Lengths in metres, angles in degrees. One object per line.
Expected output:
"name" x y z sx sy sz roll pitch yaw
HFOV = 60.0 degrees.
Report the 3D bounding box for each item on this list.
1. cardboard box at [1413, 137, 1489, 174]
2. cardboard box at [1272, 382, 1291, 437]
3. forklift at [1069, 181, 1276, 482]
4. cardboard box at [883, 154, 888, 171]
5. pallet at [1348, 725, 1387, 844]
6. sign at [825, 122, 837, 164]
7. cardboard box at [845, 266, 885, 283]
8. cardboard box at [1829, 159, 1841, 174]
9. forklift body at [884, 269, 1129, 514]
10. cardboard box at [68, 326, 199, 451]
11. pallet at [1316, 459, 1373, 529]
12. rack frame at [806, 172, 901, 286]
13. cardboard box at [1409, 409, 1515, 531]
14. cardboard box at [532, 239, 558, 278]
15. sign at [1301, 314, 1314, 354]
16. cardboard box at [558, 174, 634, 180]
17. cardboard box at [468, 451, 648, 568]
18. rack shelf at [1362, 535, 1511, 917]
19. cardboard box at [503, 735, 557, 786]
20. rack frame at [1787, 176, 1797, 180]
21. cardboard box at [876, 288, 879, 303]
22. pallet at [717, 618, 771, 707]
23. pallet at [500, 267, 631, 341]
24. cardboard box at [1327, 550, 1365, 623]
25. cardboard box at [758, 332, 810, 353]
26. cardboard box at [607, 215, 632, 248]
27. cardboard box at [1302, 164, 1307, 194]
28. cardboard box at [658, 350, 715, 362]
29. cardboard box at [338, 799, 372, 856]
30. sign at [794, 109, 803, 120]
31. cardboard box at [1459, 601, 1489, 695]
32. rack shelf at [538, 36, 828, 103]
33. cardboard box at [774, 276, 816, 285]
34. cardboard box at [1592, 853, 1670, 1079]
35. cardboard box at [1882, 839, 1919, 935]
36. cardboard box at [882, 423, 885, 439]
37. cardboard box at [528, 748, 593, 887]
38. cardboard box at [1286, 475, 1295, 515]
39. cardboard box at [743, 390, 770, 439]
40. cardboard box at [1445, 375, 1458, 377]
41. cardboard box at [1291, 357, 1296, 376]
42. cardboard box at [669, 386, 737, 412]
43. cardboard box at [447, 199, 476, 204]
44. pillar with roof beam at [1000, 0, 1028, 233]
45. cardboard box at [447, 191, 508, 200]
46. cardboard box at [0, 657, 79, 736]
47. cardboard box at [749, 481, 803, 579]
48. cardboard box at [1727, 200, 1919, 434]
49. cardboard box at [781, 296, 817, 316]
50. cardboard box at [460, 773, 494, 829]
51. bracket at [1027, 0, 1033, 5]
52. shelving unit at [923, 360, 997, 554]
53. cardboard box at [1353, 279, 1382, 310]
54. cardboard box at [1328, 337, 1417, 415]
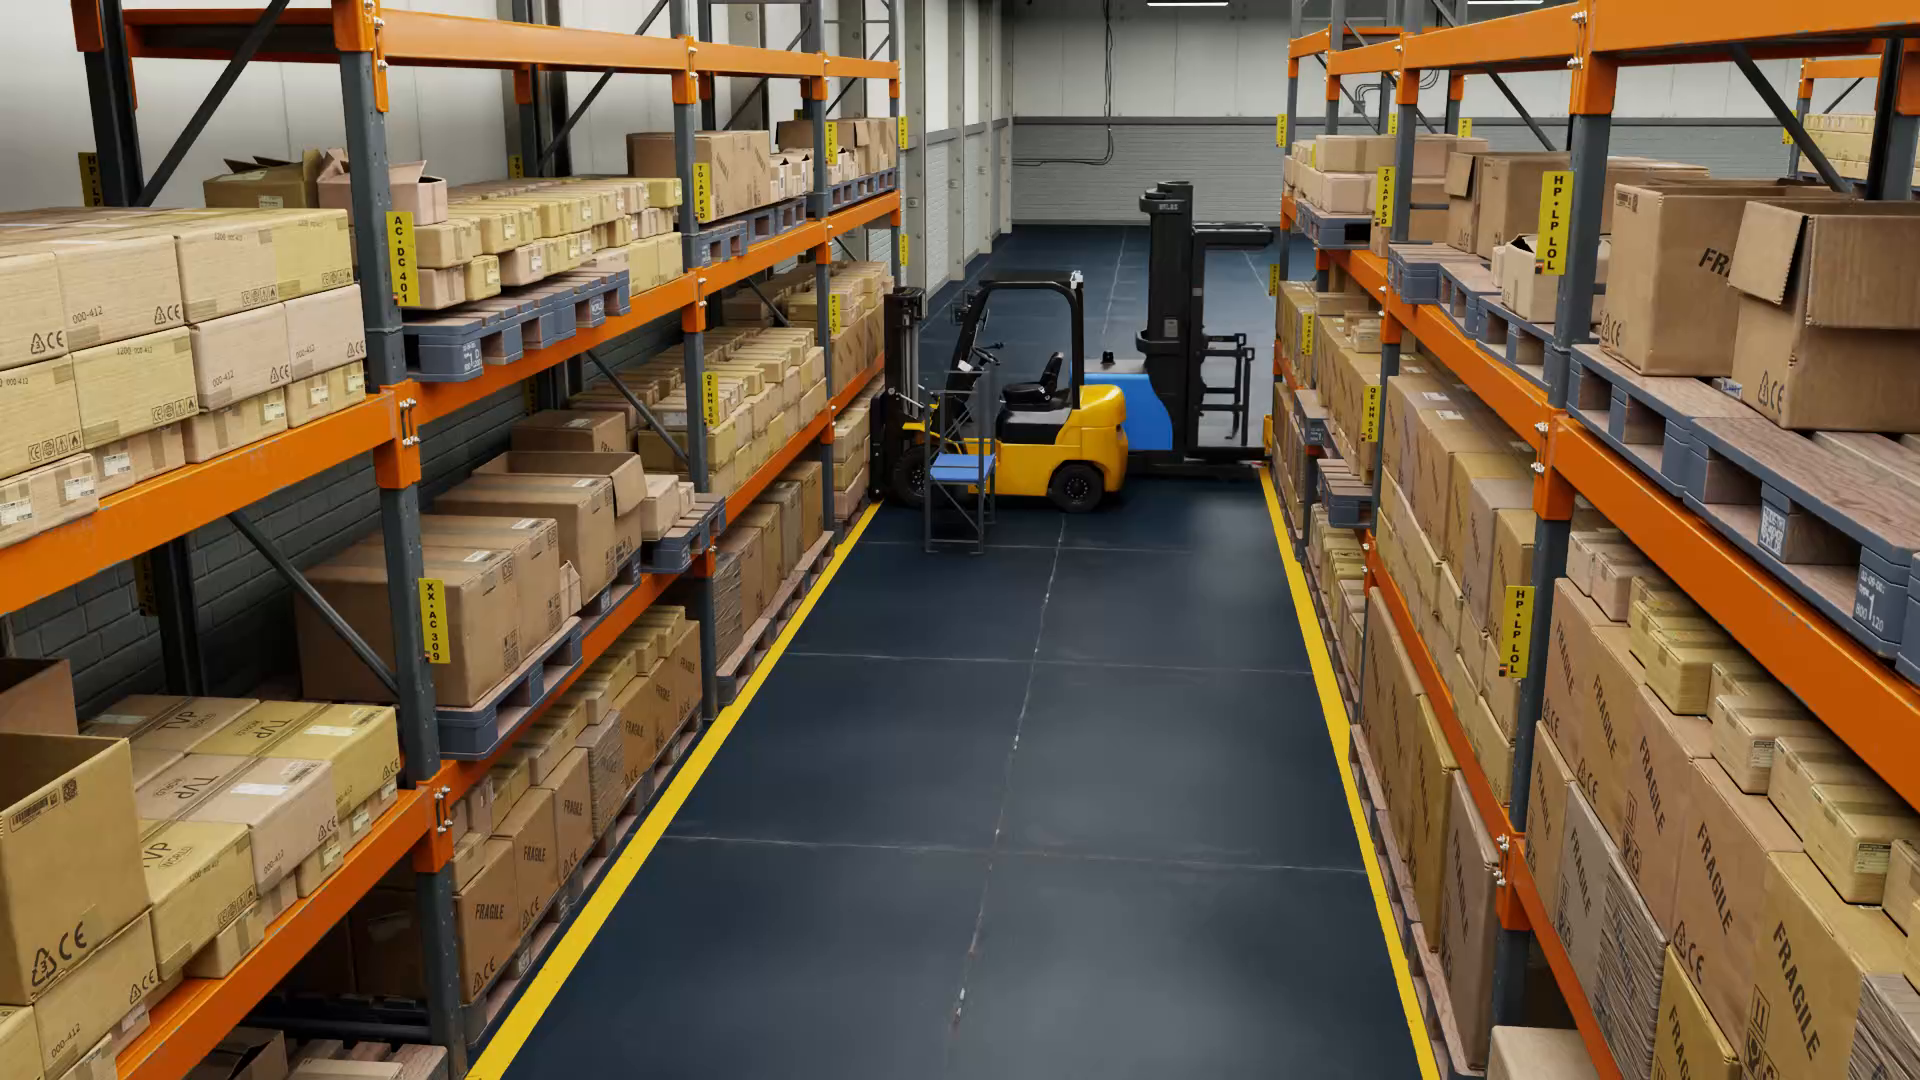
"cardboard box" 3.316 -2.626 11.405 0.500 0.250 0.500 2 15 7
"cardboard box" 3.432 -1.293 16.725 0.500 0.500 0.500 1 15 4
"forklift" 2.641 -2.149 16.994 3.031 2.935 1.130 1 15 4
"cardboard box" -0.924 -3.762 16.568 0.380 0.149 0.250 1 15 5
"pallet" 2.733 1.360 9.228 1.003 0.211 1.213 2 15 6
"sign" -1.044 -3.207 13.436 0.100 0.325 0.005 2 15 6
"cardboard box" -0.963 -2.681 16.825 0.380 0.149 0.250 2 15 8
"cardboard box" 8.287 -3.445 15.394 0.380 0.149 0.250 2 15 7
"forklift body" 0.466 -1.453 15.915 2.313 2.155 1.214 2 15 6
"cardboard box" -2.410 -0.415 4.422 0.500 0.250 0.500 2 15 7
"pallet" 2.872 -0.284 10.332 1.213 0.211 1.003 2 15 6
"rack frame" -1.133 -2.408 17.822 1.000 3.000 0.127 2 15 6
"cardboard box" 2.478 -0.336 8.050 0.500 0.500 0.500 2 15 8
"cardboard box" -1.945 -1.205 7.109 0.380 0.149 0.250 2 15 6
"sign" 2.809 -1.658 13.387 0.100 0.325 0.005 2 15 6
"cardboard box" -2.208 -2.156 10.432 0.500 0.250 0.500 2 15 6
"cardboard box" -2.036 -0.157 8.495 0.797 0.503 0.637 1 15 5
"rack shelf" 2.671 0.678 7.787 1.077 0.370 4.000 2 15 6
"cardboard box" -2.127 1.033 7.836 0.380 0.149 0.250 2 15 6
"rack frame" 8.730 -2.144 16.843 1.000 3.000 0.127 2 15 6
"cardboard box" -1.005 -2.404 16.373 0.380 0.149 0.250 1 15 4
"pallet" -1.904 0.800 11.298 1.003 0.211 1.213 2 15 6
"pallet" -2.229 -1.089 7.558 1.213 0.211 1.003 2 15 6
"cardboard box" 3.137 0.343 11.876 0.950 0.372 0.625 2 15 8
"cardboard box" -1.413 -1.570 13.286 0.380 0.149 0.250 1 15 5
"cardboard box" -1.924 -1.603 8.620 0.380 0.149 0.250 2 15 6
"cardboard box" 3.259 -3.130 14.463 0.500 0.250 0.500 1 15 5
"cardboard box" -2.033 -1.318 12.357 0.380 0.149 0.250 2 15 6
"cardboard box" -2.279 0.984 5.760 0.380 0.149 0.250 2 15 8
"sign" -1.683 -4.334 17.372 0.100 0.325 0.005 2 15 6
"cardboard box" 2.303 0.429 6.659 0.500 0.250 0.500 2 15 8
"rack shelf" -1.810 -3.208 11.430 1.077 0.370 4.000 2 15 6
"cardboard box" -1.586 -2.432 15.906 0.380 0.149 0.250 2 15 7
"cardboard box" 2.009 1.174 4.382 0.500 0.500 0.500 2 15 7
"cardboard box" 1.955 0.678 3.059 0.380 0.149 0.250 2 15 6
"cardboard box" -0.982 -1.125 16.583 0.500 0.250 0.500 1 15 5
"cardboard box" -2.097 1.321 8.013 0.500 0.500 0.500 1 15 5
"cardboard box" 3.198 -0.401 14.861 0.500 0.250 0.500 1 15 5
"cardboard box" -1.608 -0.875 11.482 0.500 0.250 0.500 1 15 5
"cardboard box" 3.178 -0.693 9.911 0.500 0.500 0.500 1 15 5
"cardboard box" 3.245 -1.594 15.290 0.380 0.149 0.250 2 15 7
"cardboard box" -1.674 -0.906 10.830 0.380 0.149 0.250 2 15 8
"cardboard box" -2.372 -1.432 7.381 0.380 0.149 0.250 2 15 7
"pillar with roof beam" 5.556 -12.804 44.776 9.100 9.000 0.548 2 15 6
"cardboard box" -2.435 -1.627 8.141 0.380 0.149 0.250 2 15 6
"cardboard box" -2.919 0.649 4.796 0.500 0.500 0.500 1 15 5
"cardboard box" -1.727 -0.091 12.996 0.875 0.625 0.625 2 15 6
"cardboard box" 2.326 -0.549 4.005 0.797 0.503 0.637 3 15 11
"cardboard box" -1.331 -2.021 14.385 0.380 0.149 0.250 2 15 7
"cardboard box" -2.200 1.097 7.030 0.380 0.149 0.250 1 15 4
"bracket" 1.946 -15.381 47.407 0.235 0.232 0.430 2 15 6
"shelving unit" 0.010 -0.746 14.548 0.538 1.500 1.048 2 15 6
"cardboard box" 3.614 -2.008 13.664 0.700 0.500 0.500 2 15 6
"cardboard box" 2.838 -1.116 11.476 0.500 0.500 0.500 1 15 4
